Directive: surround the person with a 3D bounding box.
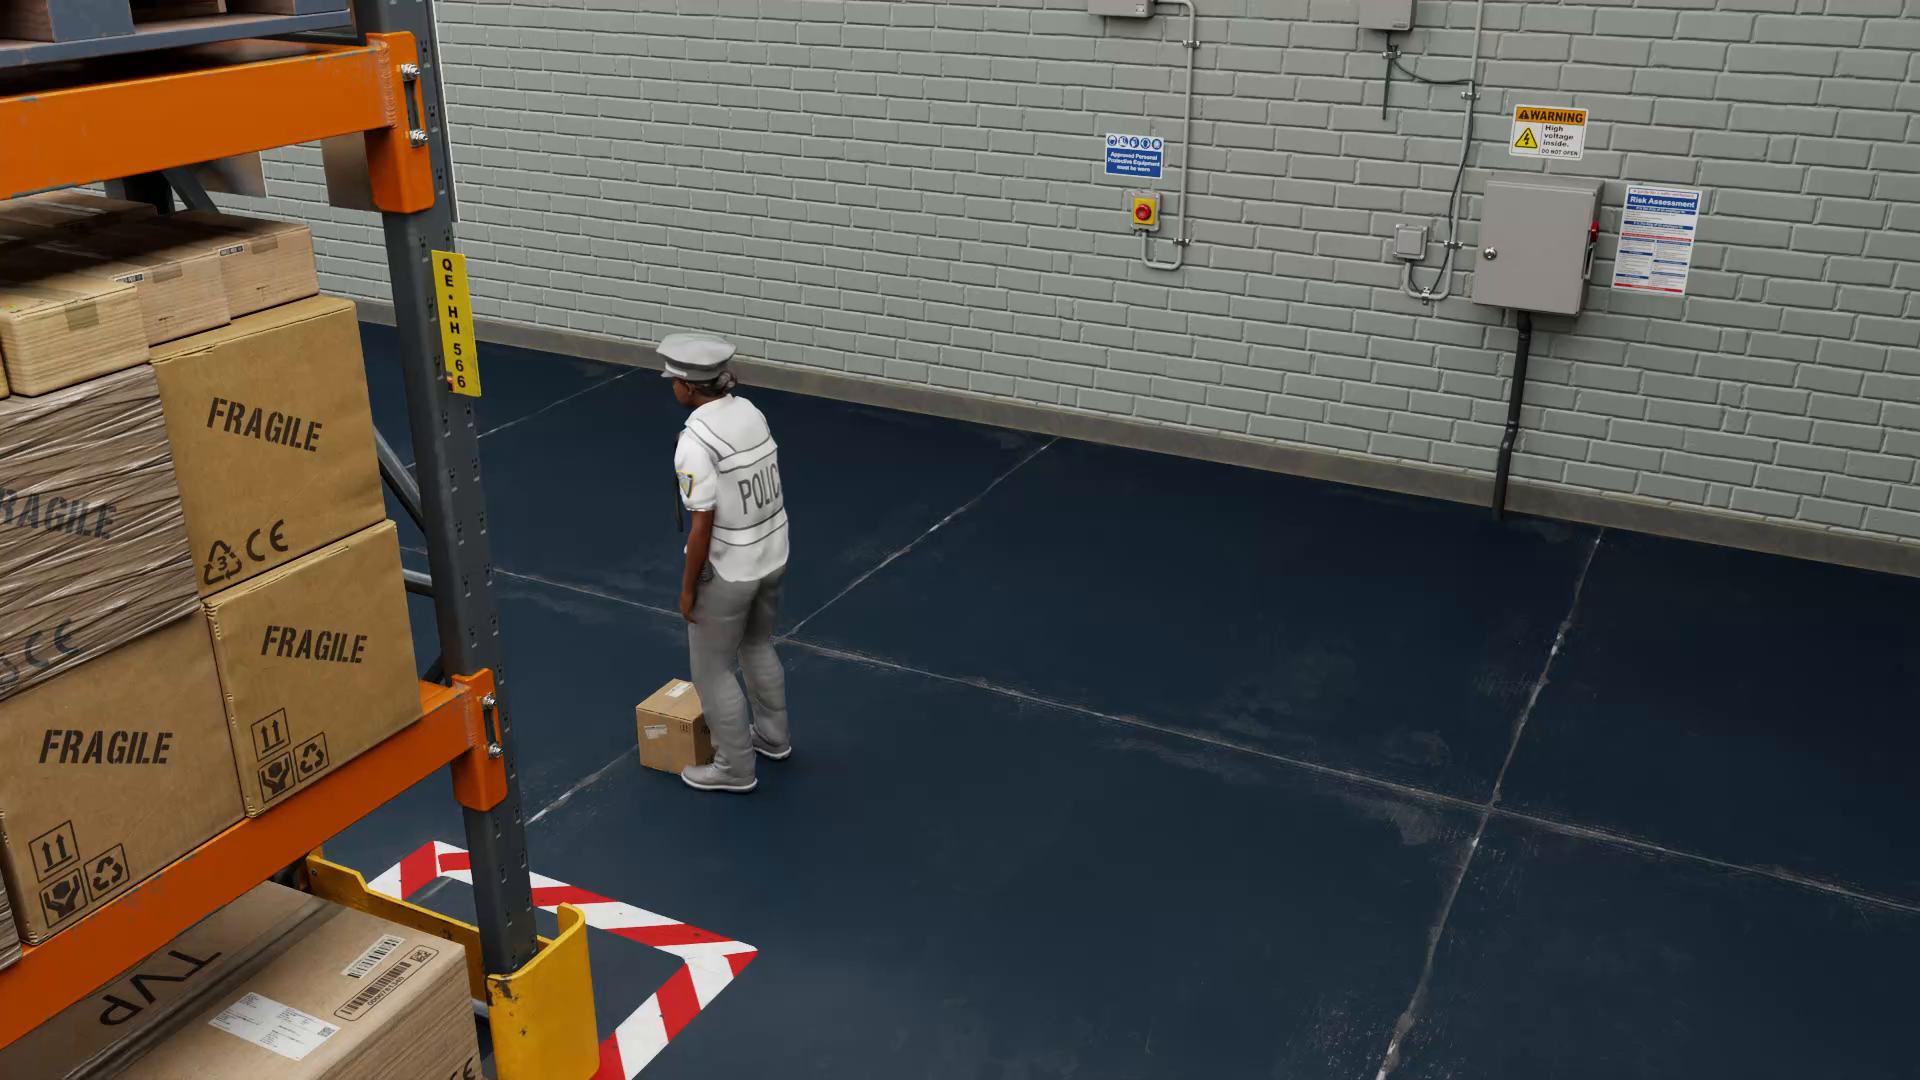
[{"bbox_3d":[-0.814,0.095,5.871,0.395,1.658,0.504,11,25,25],"label":"person"}]
